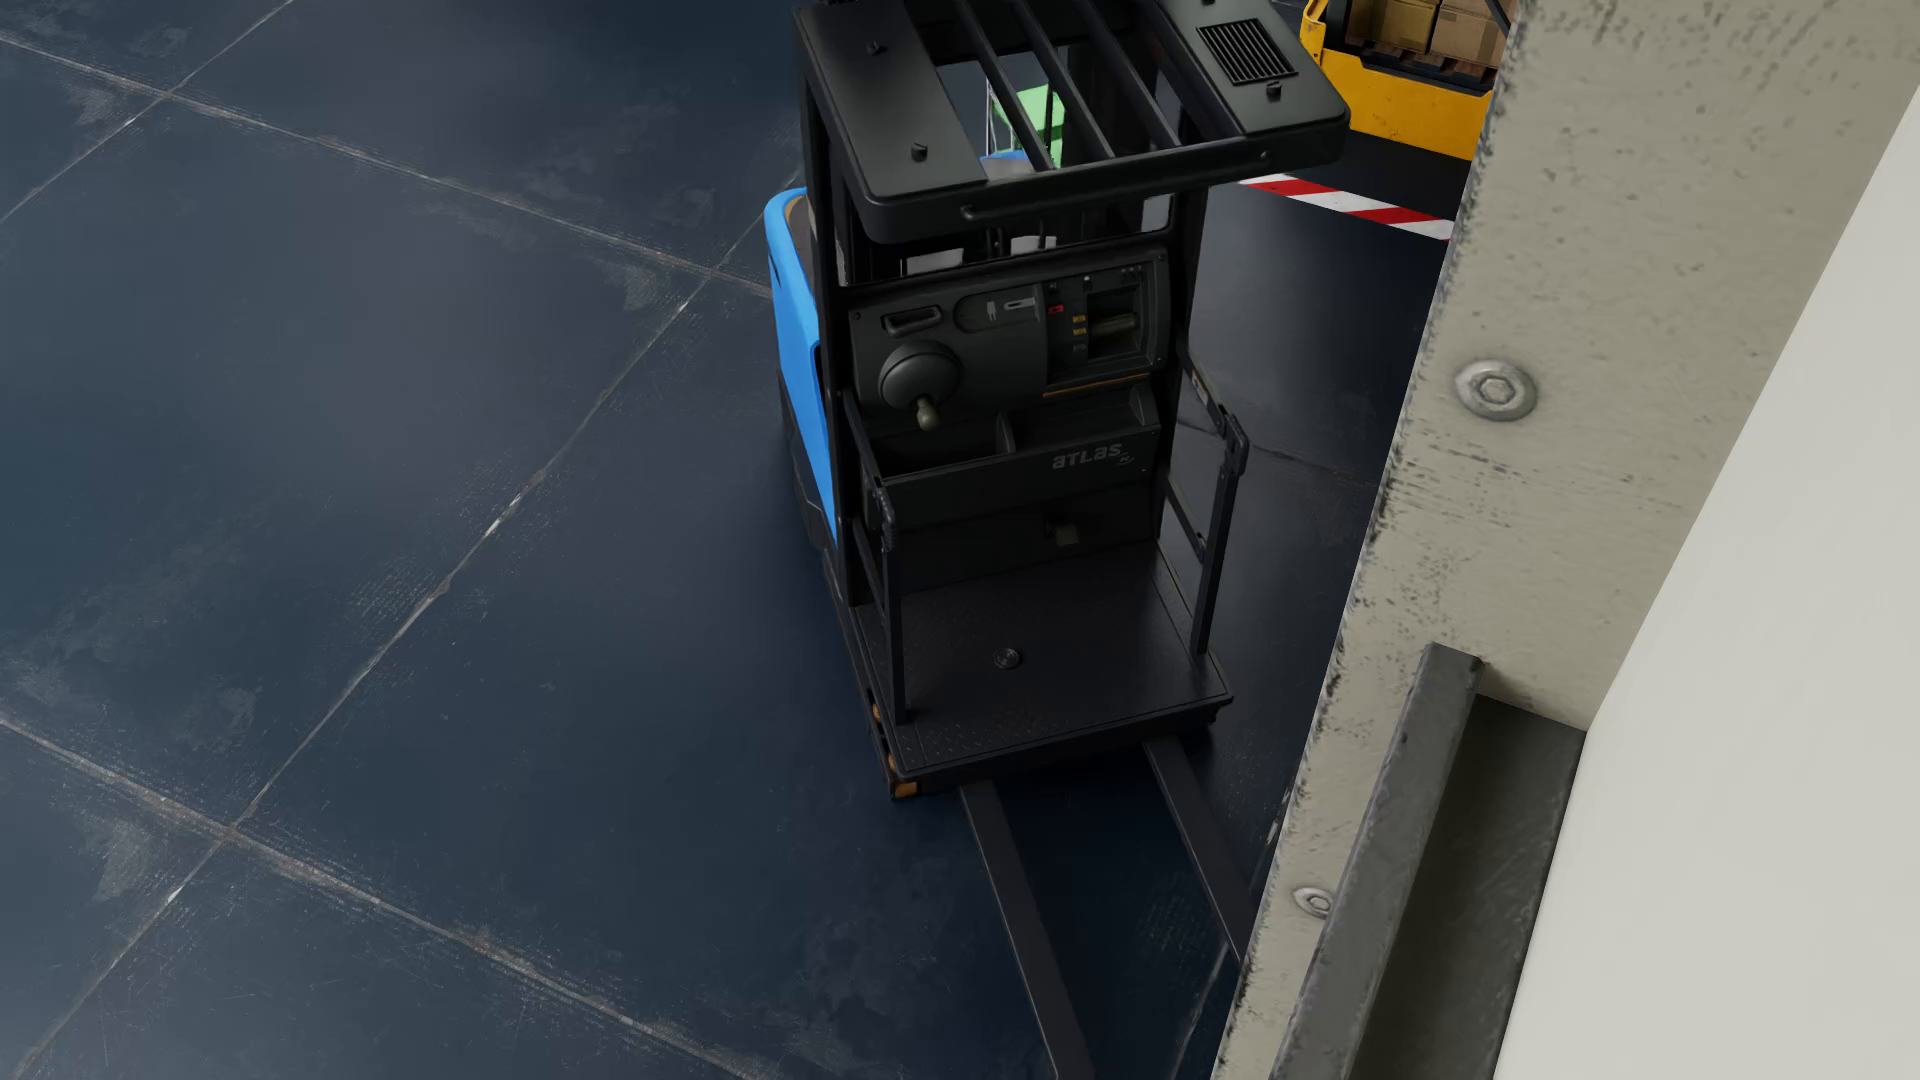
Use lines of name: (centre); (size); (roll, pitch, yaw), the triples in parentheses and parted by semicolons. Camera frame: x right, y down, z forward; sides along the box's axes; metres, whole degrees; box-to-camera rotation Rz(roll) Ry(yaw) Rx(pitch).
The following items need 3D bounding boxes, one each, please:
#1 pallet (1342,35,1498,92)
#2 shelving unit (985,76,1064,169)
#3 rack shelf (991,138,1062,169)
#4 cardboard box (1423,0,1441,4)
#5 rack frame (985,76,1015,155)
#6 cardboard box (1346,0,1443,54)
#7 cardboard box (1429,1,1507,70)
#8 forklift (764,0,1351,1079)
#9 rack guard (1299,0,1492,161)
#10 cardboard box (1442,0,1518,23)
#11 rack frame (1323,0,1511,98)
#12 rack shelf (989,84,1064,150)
pallet: (2.412, -2.551, 8.111); (1.003, 0.211, 1.213); (20, 52, 16)
shelving unit: (0.371, -1.276, 6.377); (0.503, 1.200, 0.258); (-17, 52, -14)
rack shelf: (0.371, -1.390, 6.243); (0.480, 0.148, 0.258); (-17, 52, -14)
cardboard box: (2.049, -2.758, 7.658); (0.500, 0.250, 0.500); (19, 52, 16)
rack frame: (0.145, -1.205, 6.317); (0.015, 1.200, 0.240); (-17, 52, -14)
cardboard box: (2.039, -2.585, 7.839); (0.500, 0.250, 0.500); (20, 53, 16)
cardboard box: (2.510, -2.434, 7.710); (0.500, 0.250, 0.500); (20, 52, 16)
forklift: (0.211, -0.463, 4.549); (1.130, 2.935, 3.031); (-12, 51, -10)
rack guard: (2.113, -2.087, 7.527); (1.175, 0.500, 0.348); (20, 52, 16)
cardboard box: (2.512, -2.577, 7.504); (0.500, 0.250, 0.500); (21, 53, 17)
rack frame: (2.123, -2.914, 6.589); (1.000, 3.000, 0.127); (20, 52, 16)
rack shelf: (0.371, -1.545, 6.060); (0.480, 0.148, 0.258); (-17, 52, -14)
